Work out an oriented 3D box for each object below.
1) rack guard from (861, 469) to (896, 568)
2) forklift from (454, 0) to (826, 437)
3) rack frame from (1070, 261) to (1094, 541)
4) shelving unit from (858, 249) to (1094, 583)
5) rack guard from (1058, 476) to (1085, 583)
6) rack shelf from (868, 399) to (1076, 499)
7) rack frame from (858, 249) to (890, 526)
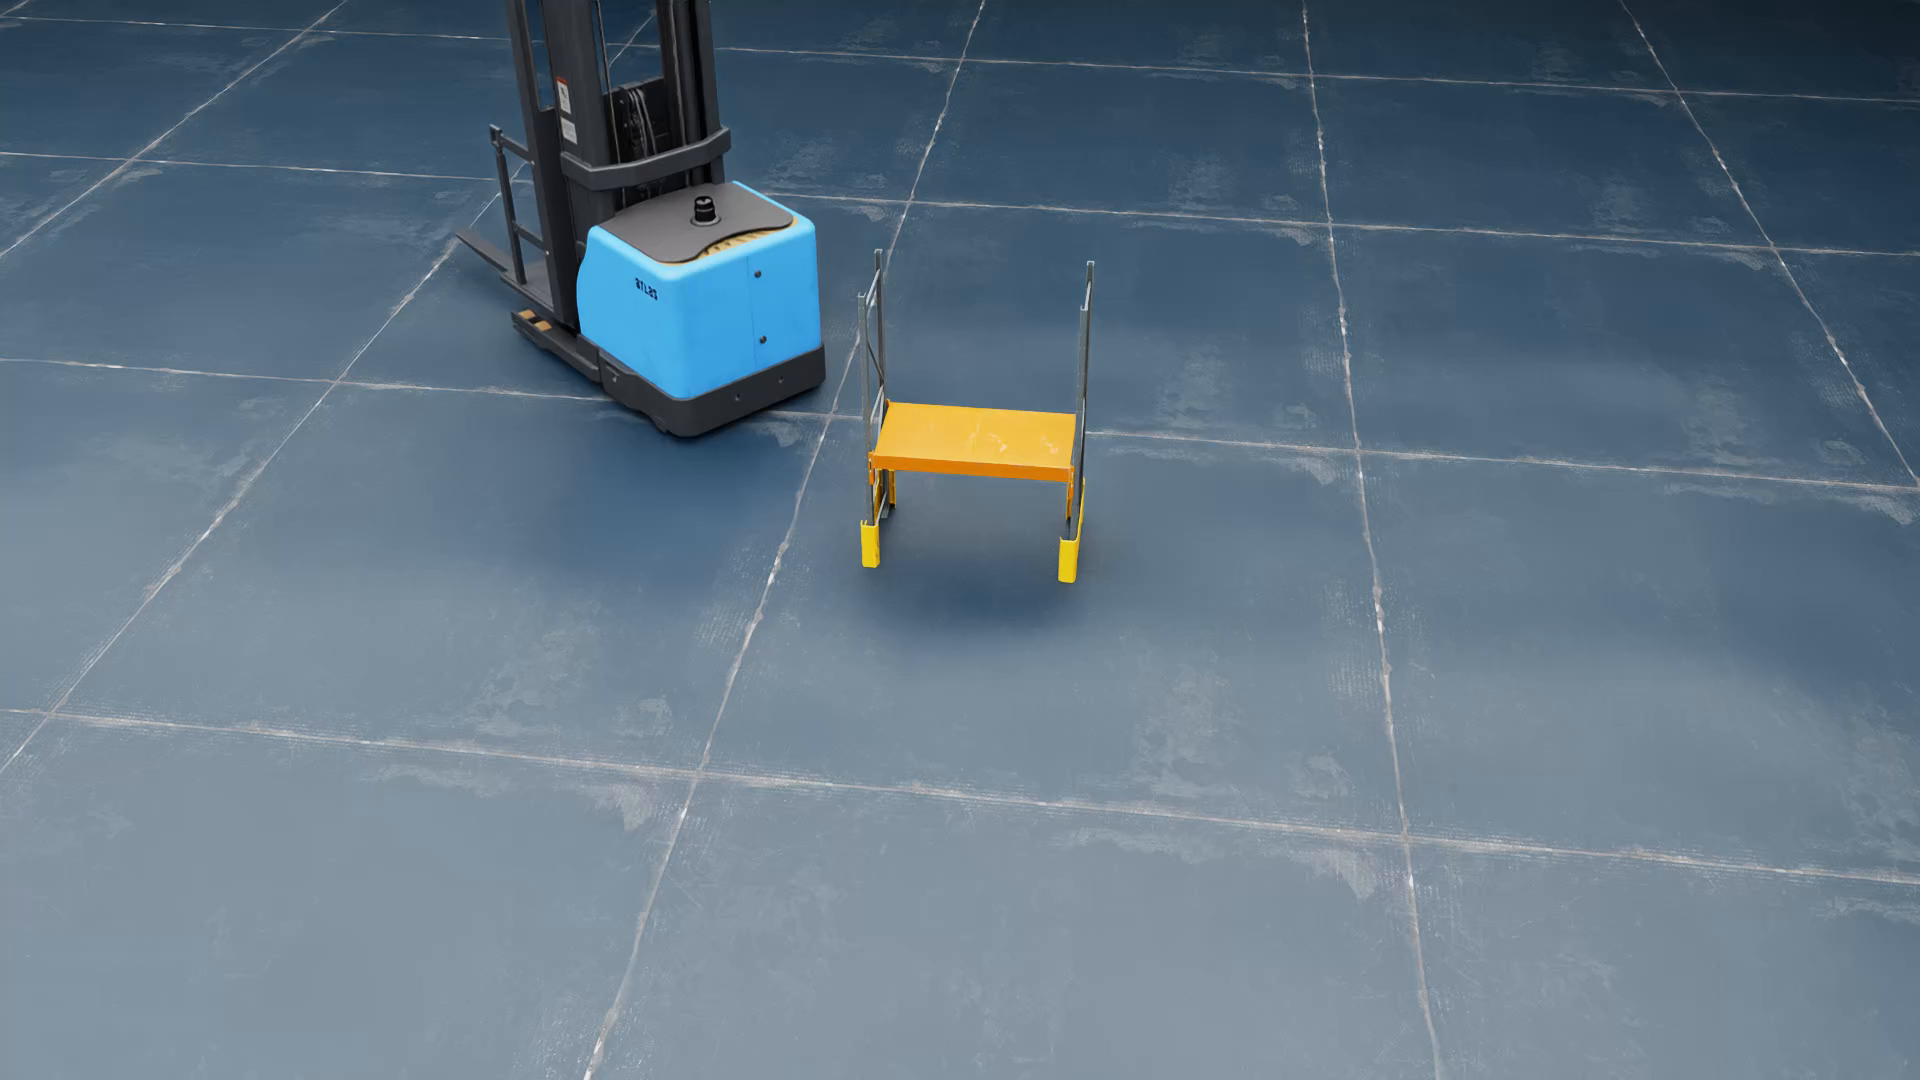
[{"bbox_3d":[-0.418,-0.133,8.578,0.087,0.250,0.587,4,36,6],"label":"rack guard"},{"bbox_3d":[-2.139,-2.547,9.653,1.130,2.935,3.031,-27,43,-32],"label":"forklift"},{"bbox_3d":[0.589,-0.567,8.110,0.032,1.500,0.500,4,36,6],"label":"rack frame"},{"bbox_3d":[0.076,-0.605,8.163,1.083,1.500,0.587,4,36,6],"label":"shelving unit"},{"bbox_3d":[0.570,-0.059,8.475,0.087,0.250,0.587,4,36,6],"label":"rack guard"},{"bbox_3d":[0.085,-0.458,8.267,1.000,0.185,0.538,4,36,6],"label":"rack shelf"},{"bbox_3d":[-0.420,-0.642,8.215,0.032,1.500,0.500,4,36,6],"label":"rack frame"}]
